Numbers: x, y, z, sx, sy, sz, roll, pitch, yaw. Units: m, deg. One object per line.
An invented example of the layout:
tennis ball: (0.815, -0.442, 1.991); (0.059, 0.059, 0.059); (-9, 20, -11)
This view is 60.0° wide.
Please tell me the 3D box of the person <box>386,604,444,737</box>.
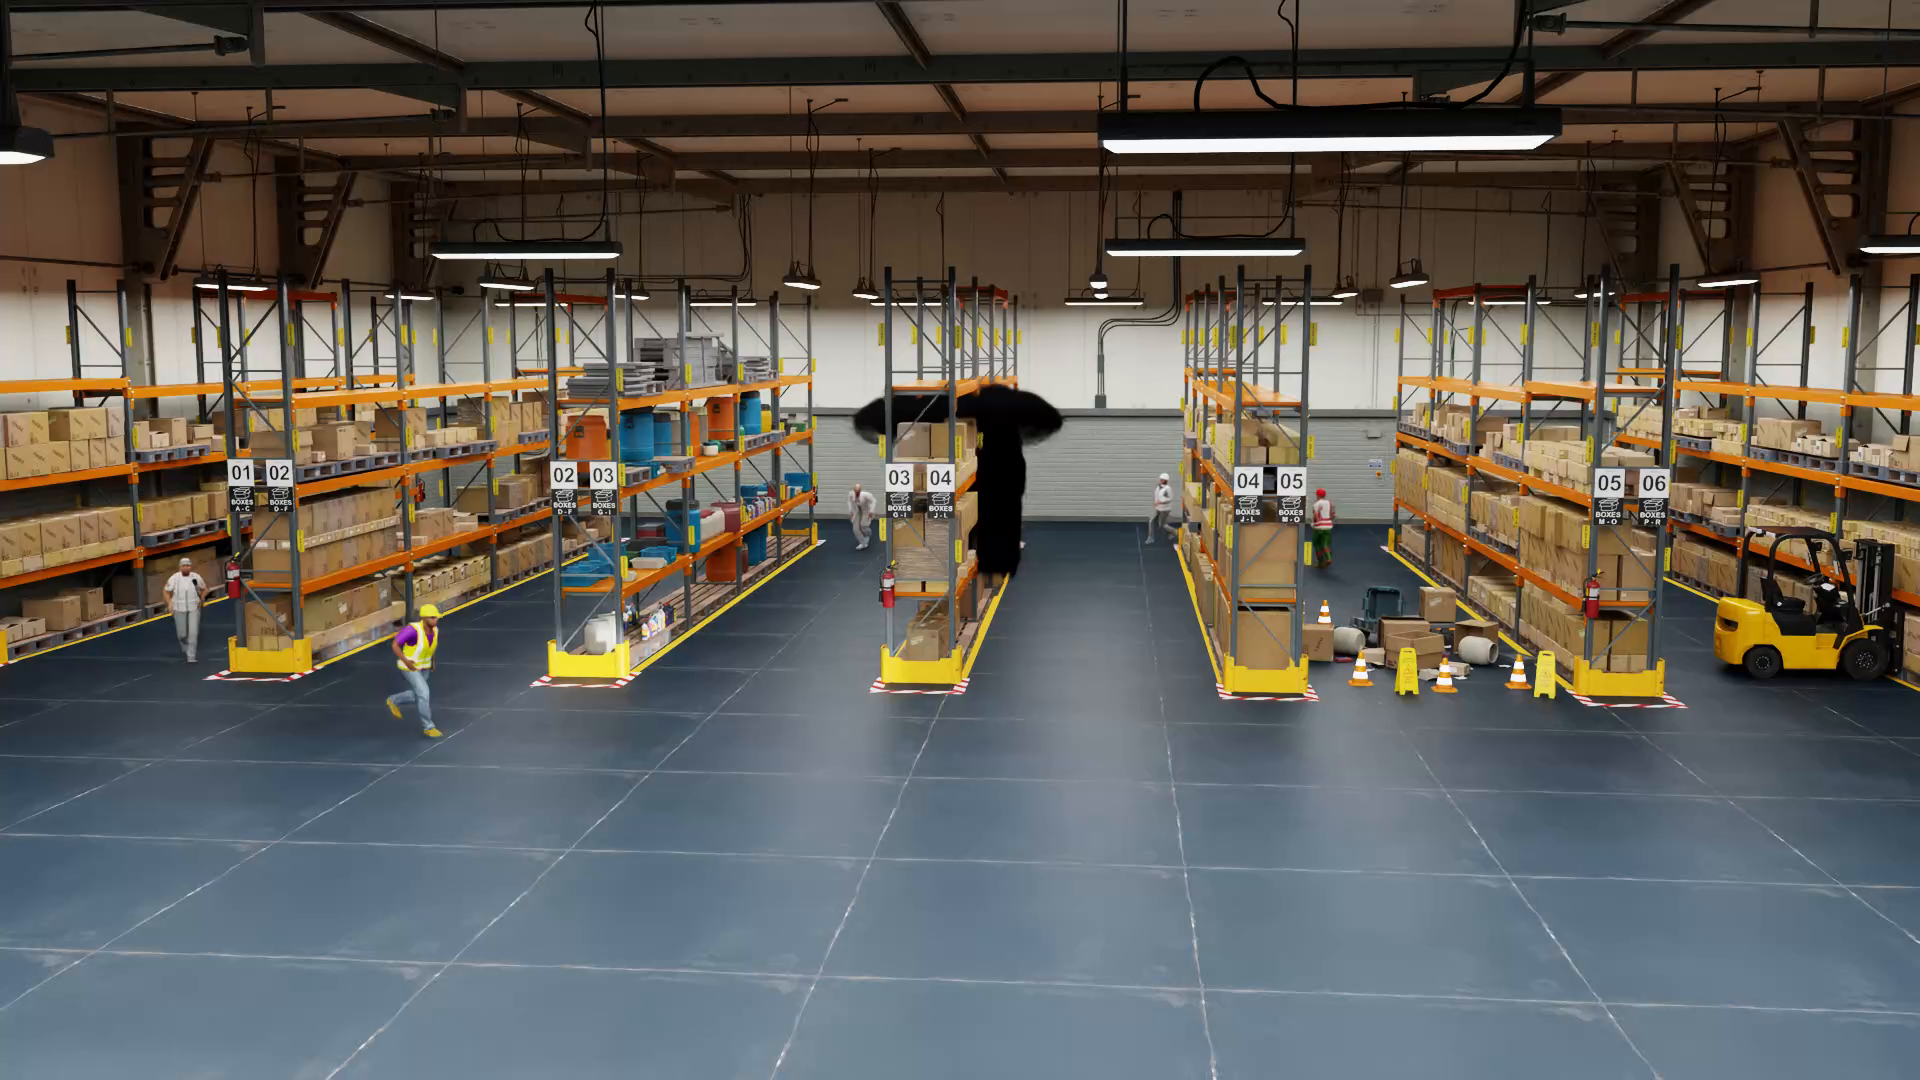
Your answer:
person: (-6.933, 1.641, 21.020); (0.979, 1.708, 0.707); (4, 8, 31)

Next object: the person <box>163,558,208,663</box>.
person: (-12.032, 1.069, 25.872); (0.631, 1.619, 0.697); (-3, 8, -25)

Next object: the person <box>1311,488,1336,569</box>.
person: (7.897, -0.222, 35.890); (0.627, 1.761, 0.832); (-2, 7, -14)

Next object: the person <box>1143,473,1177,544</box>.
person: (4.945, -0.754, 40.331); (0.871, 1.754, 0.702); (-3, 8, -26)

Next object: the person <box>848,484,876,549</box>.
person: (-2.295, -0.578, 39.623); (0.724, 1.581, 1.006); (2, 7, 18)
